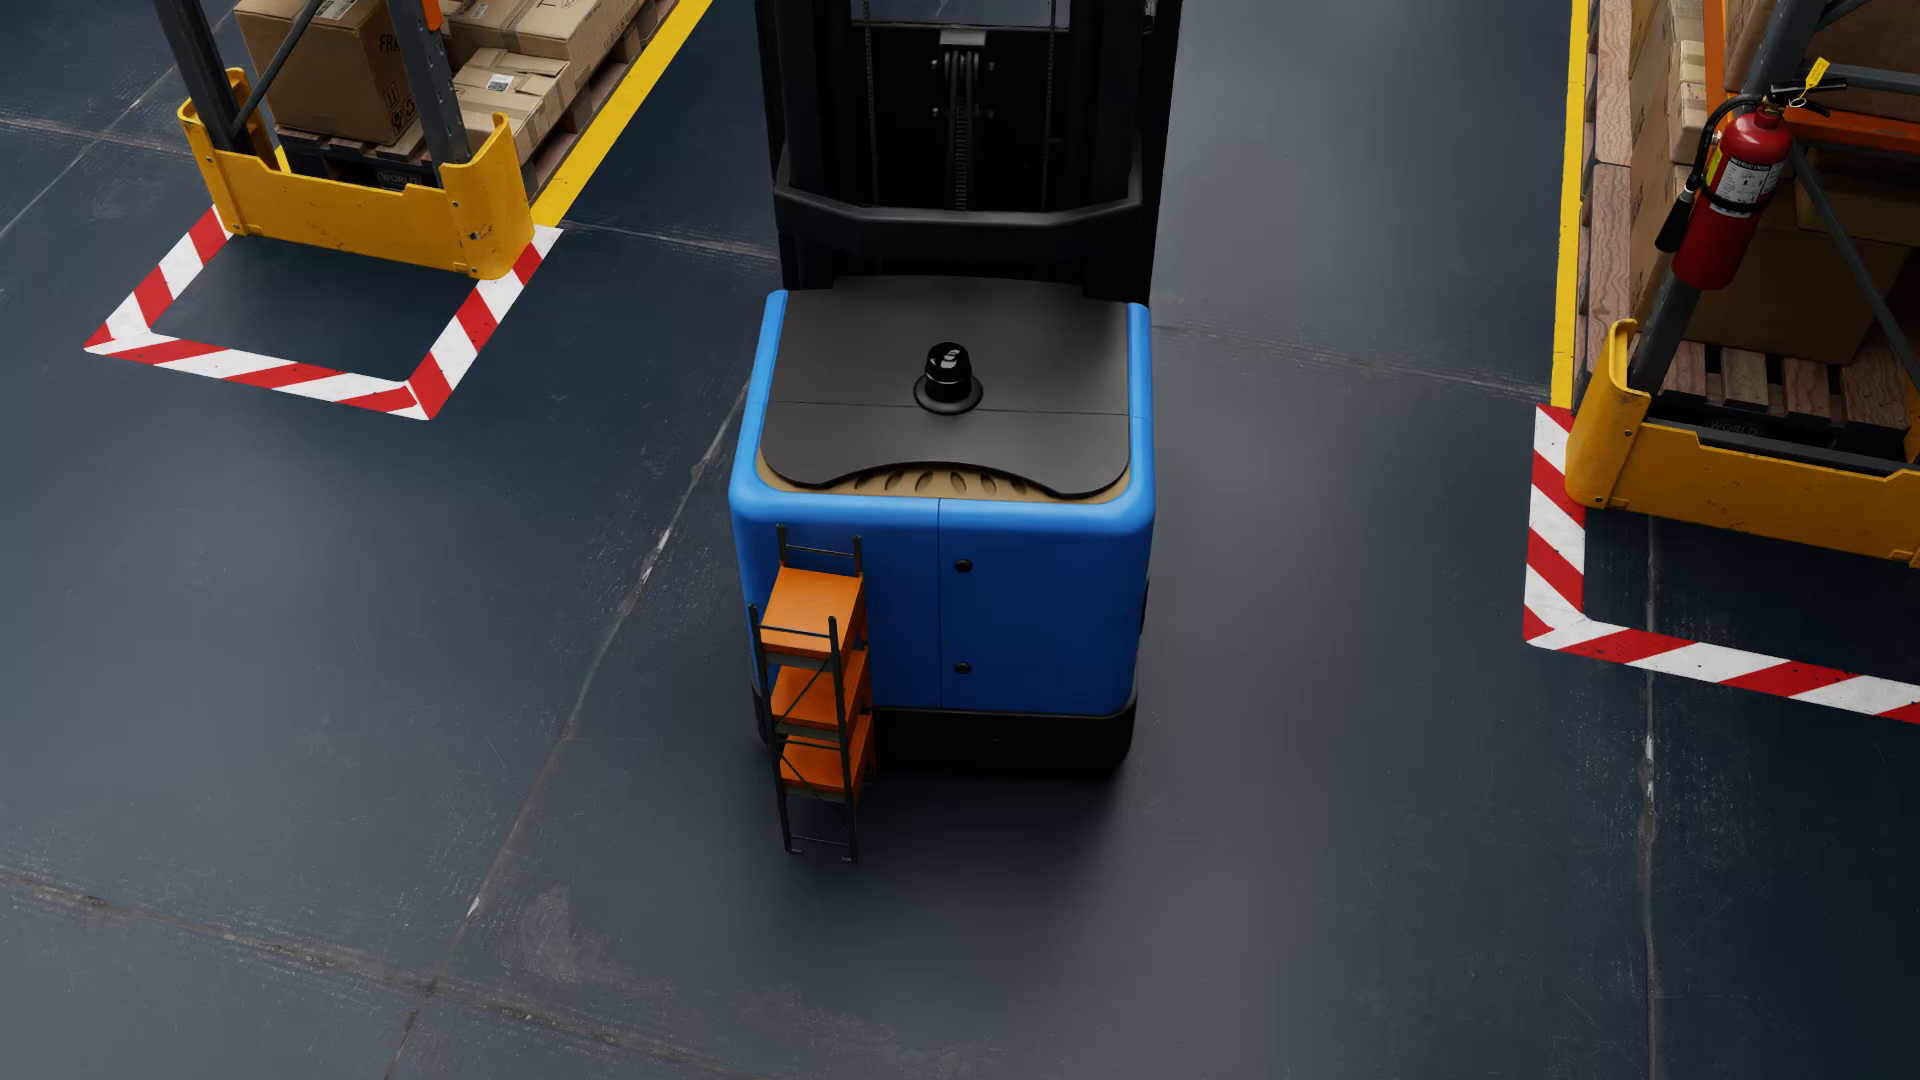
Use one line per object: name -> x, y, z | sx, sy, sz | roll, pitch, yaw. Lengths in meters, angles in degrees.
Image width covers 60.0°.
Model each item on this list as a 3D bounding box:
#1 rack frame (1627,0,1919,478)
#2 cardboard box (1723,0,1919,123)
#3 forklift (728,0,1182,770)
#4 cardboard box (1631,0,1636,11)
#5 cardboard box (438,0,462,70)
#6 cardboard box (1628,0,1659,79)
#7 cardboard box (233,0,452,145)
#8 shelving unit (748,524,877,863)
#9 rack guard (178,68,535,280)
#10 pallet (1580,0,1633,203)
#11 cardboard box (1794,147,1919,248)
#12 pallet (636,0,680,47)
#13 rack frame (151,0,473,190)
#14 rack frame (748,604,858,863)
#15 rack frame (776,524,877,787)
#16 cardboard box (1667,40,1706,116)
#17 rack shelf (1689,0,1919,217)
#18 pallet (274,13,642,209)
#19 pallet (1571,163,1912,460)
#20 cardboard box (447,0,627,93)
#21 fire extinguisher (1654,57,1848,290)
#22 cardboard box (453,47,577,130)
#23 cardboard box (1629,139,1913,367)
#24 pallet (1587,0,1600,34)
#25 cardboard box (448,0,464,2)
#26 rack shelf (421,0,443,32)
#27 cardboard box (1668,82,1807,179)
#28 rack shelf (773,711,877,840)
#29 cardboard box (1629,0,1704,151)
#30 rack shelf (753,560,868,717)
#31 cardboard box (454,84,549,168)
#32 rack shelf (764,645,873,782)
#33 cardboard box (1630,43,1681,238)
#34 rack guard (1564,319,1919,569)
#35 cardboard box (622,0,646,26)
rack frame -> 2.563, -1.141, 4.257 | 1.000, 3.000, 0.127 | 12, 50, 10
cardboard box -> 2.688, -1.612, 4.472 | 0.980, 0.700, 0.700 | 14, 50, 12
forklift -> 0.033, -1.439, 4.565 | 1.130, 2.935, 3.031 | 2, 49, 2
cardboard box -> 3.185, -2.463, 6.810 | 0.700, 0.500, 0.500 | 11, 50, 10
cardboard box -> -2.118, -2.041, 6.647 | 0.380, 0.166, 0.250 | 12, 50, 10
cardboard box -> 3.047, -2.092, 6.483 | 0.700, 0.500, 0.500 | 13, 50, 11
cardboard box -> -2.312, -1.877, 6.279 | 0.500, 0.500, 0.500 | 12, 50, 10
shelving unit -> -0.352, 0.417, 4.182 | 0.215, 1.050, 0.252 | 8, 49, 7
rack guard -> -2.197, -1.344, 6.103 | 1.175, 0.500, 0.348 | 12, 50, 10
pallet -> 3.021, -1.692, 6.603 | 1.003, 0.211, 1.213 | 12, 50, 10
cardboard box -> 2.811, -1.064, 5.143 | 0.380, 0.149, 0.250 | 12, 50, 10
pallet -> -1.665, -2.705, 7.497 | 1.003, 0.211, 1.213 | 12, 50, 10
rack frame -> -2.217, -2.116, 5.117 | 1.000, 3.000, 0.127 | 12, 50, 10
rack frame -> -0.375, 0.506, 4.103 | 0.200, 1.050, 0.008 | 8, 49, 7
rack frame -> -0.329, 0.327, 4.262 | 0.200, 1.050, 0.008 | 8, 49, 7
cardboard box -> 2.575, -1.508, 5.535 | 0.380, 0.149, 0.250 | 13, 50, 11
rack shelf -> 3.089, -2.350, 5.803 | 1.077, 0.370, 4.000 | 12, 50, 10
pallet -> -1.988, -1.825, 6.720 | 1.003, 0.211, 1.213 | 12, 50, 10
pallet -> 2.698, -0.812, 5.826 | 1.003, 0.211, 1.213 | 12, 50, 10
cardboard box -> -1.669, -2.051, 6.600 | 0.500, 0.250, 0.500 | 12, 50, 10
fire extinguisher -> 2.078, -0.974, 4.410 | 0.296, 0.674, 0.183 | 12, 50, 10
cardboard box -> -1.709, -1.740, 6.382 | 0.380, 0.166, 0.250 | 12, 50, 10
cardboard box -> 2.651, -0.979, 5.501 | 0.700, 0.500, 0.500 | 12, 50, 10
pallet -> 3.340, -2.577, 7.384 | 1.003, 0.211, 1.213 | 12, 50, 10
cardboard box -> -2.033, -2.475, 6.974 | 0.500, 0.250, 0.500 | 12, 50, 10
rack shelf -> -1.691, -3.325, 6.664 | 1.077, 0.370, 4.000 | 12, 50, 10
cardboard box -> 2.509, -1.323, 5.371 | 0.380, 0.149, 0.250 | 11, 49, 10
rack shelf -> -0.352, 0.607, 4.398 | 0.215, 0.259, 0.240 | 8, 49, 7
cardboard box -> 2.914, -1.705, 6.141 | 0.700, 0.500, 0.500 | 10, 49, 9
rack shelf -> -0.352, 0.236, 3.977 | 0.215, 0.259, 0.240 | 8, 49, 7
cardboard box -> -1.775, -1.554, 6.228 | 0.380, 0.149, 0.250 | 12, 50, 10
rack shelf -> -0.352, 0.424, 4.190 | 0.215, 0.259, 0.240 | 8, 49, 7
cardboard box -> 2.782, -1.341, 5.820 | 0.700, 0.500, 0.500 | 11, 50, 10
rack guard -> 2.557, -0.297, 5.179 | 1.175, 0.500, 0.348 | 12, 50, 10
cardboard box -> -1.537, -2.413, 6.919 | 0.500, 0.250, 0.500 | 12, 50, 10
